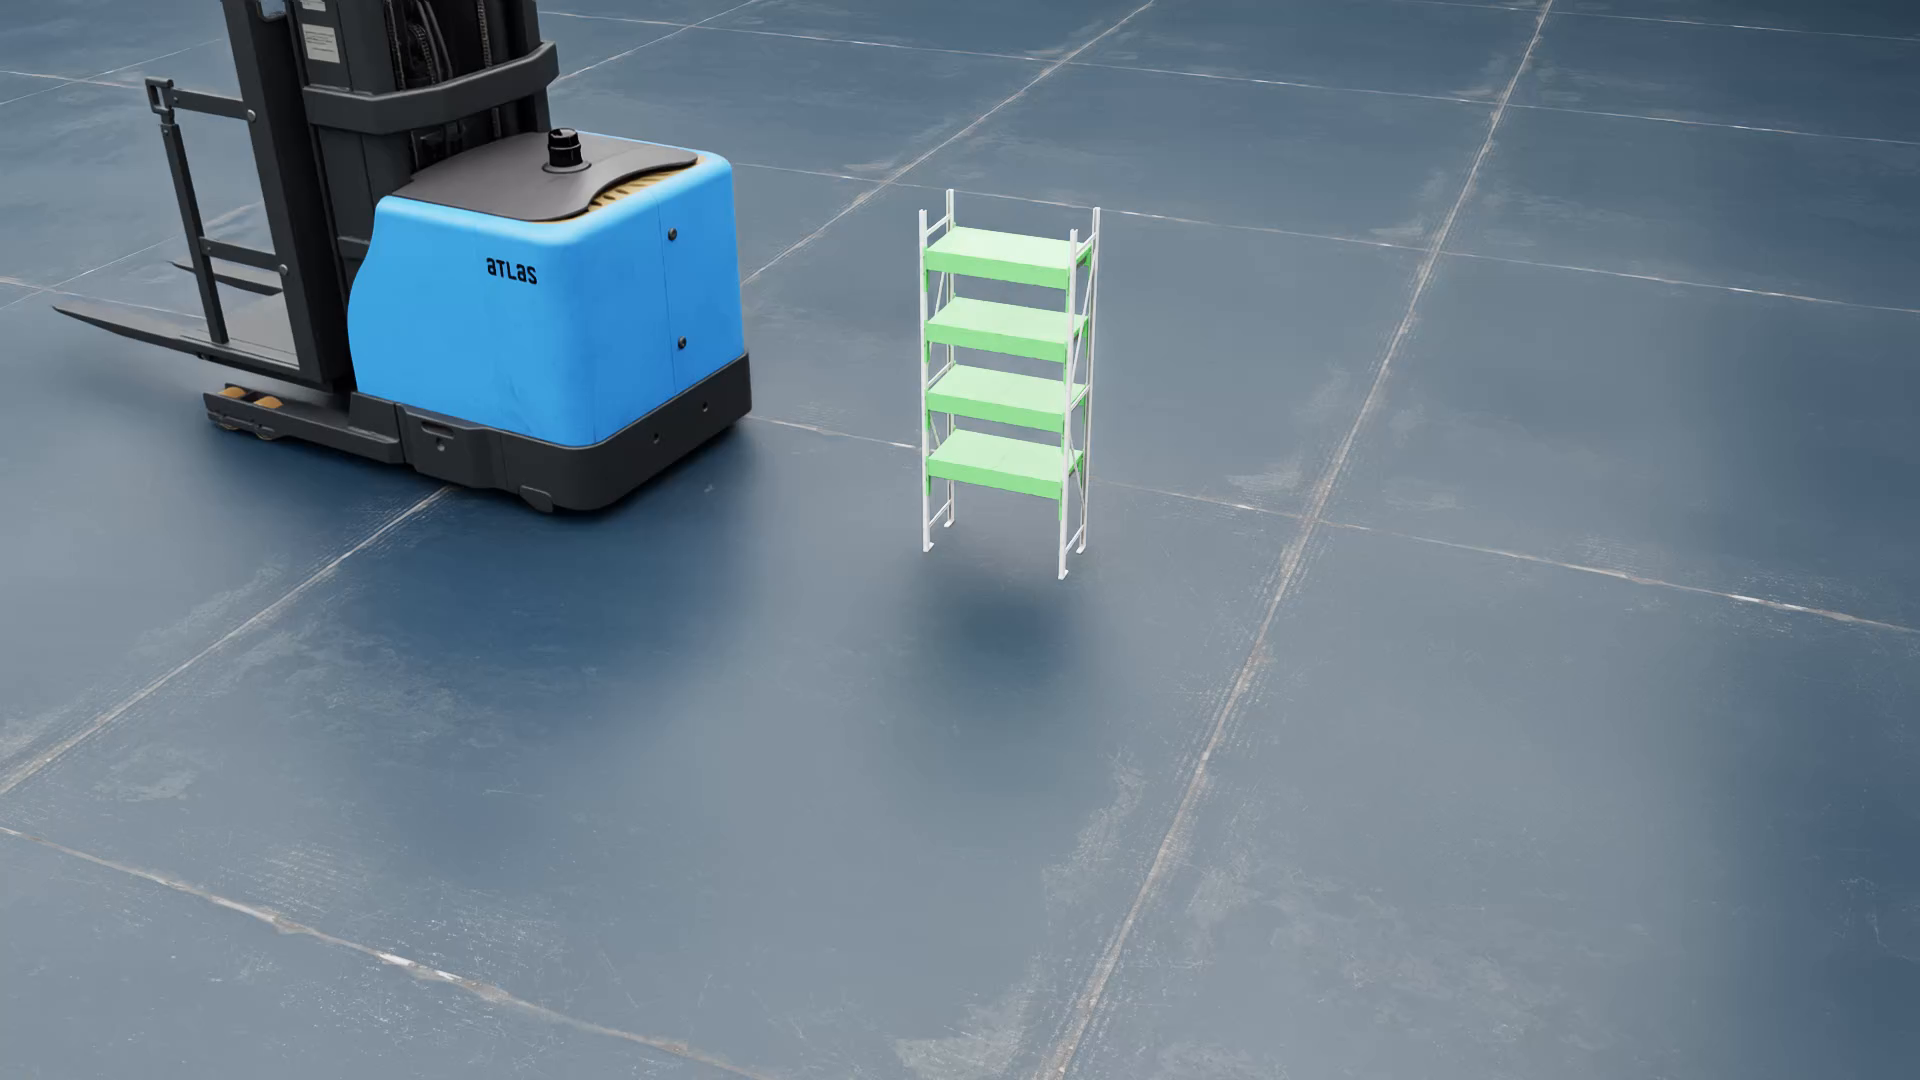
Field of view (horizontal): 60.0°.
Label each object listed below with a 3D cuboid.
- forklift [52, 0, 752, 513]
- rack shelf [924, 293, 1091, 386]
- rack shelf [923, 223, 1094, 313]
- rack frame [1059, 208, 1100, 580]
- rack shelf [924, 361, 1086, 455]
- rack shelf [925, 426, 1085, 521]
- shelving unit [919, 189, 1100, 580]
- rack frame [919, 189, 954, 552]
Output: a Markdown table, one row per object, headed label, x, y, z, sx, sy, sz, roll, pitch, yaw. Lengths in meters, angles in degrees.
| label | x | y | z | sx | sy | sz | roll | pitch | yaw |
| --- | --- | --- | --- | --- | --- | --- | --- | --- | --- |
| forklift | -2.362 | -1.873 | 6.086 | 3.031 | 2.935 | 1.130 | 15 | 33 | 24 |
| rack shelf | 0.153 | -0.645 | 5.314 | 0.480 | 0.148 | 0.258 | 11 | 31 | 19 |
| rack shelf | 0.153 | -0.854 | 5.196 | 0.480 | 0.148 | 0.258 | 11 | 31 | 19 |
| rack frame | 0.379 | -0.447 | 5.321 | 0.015 | 1.200 | 0.240 | 11 | 31 | 19 |
| rack shelf | 0.153 | -0.436 | 5.432 | 0.480 | 0.148 | 0.258 | 11 | 31 | 19 |
| rack shelf | 0.153 | -0.227 | 5.550 | 0.480 | 0.148 | 0.258 | 11 | 31 | 19 |
| shelving unit | 0.153 | -0.492 | 5.401 | 0.503 | 1.200 | 0.258 | 11 | 31 | 19 |
| rack frame | -0.073 | -0.537 | 5.480 | 0.015 | 1.200 | 0.240 | 11 | 31 | 19 |
